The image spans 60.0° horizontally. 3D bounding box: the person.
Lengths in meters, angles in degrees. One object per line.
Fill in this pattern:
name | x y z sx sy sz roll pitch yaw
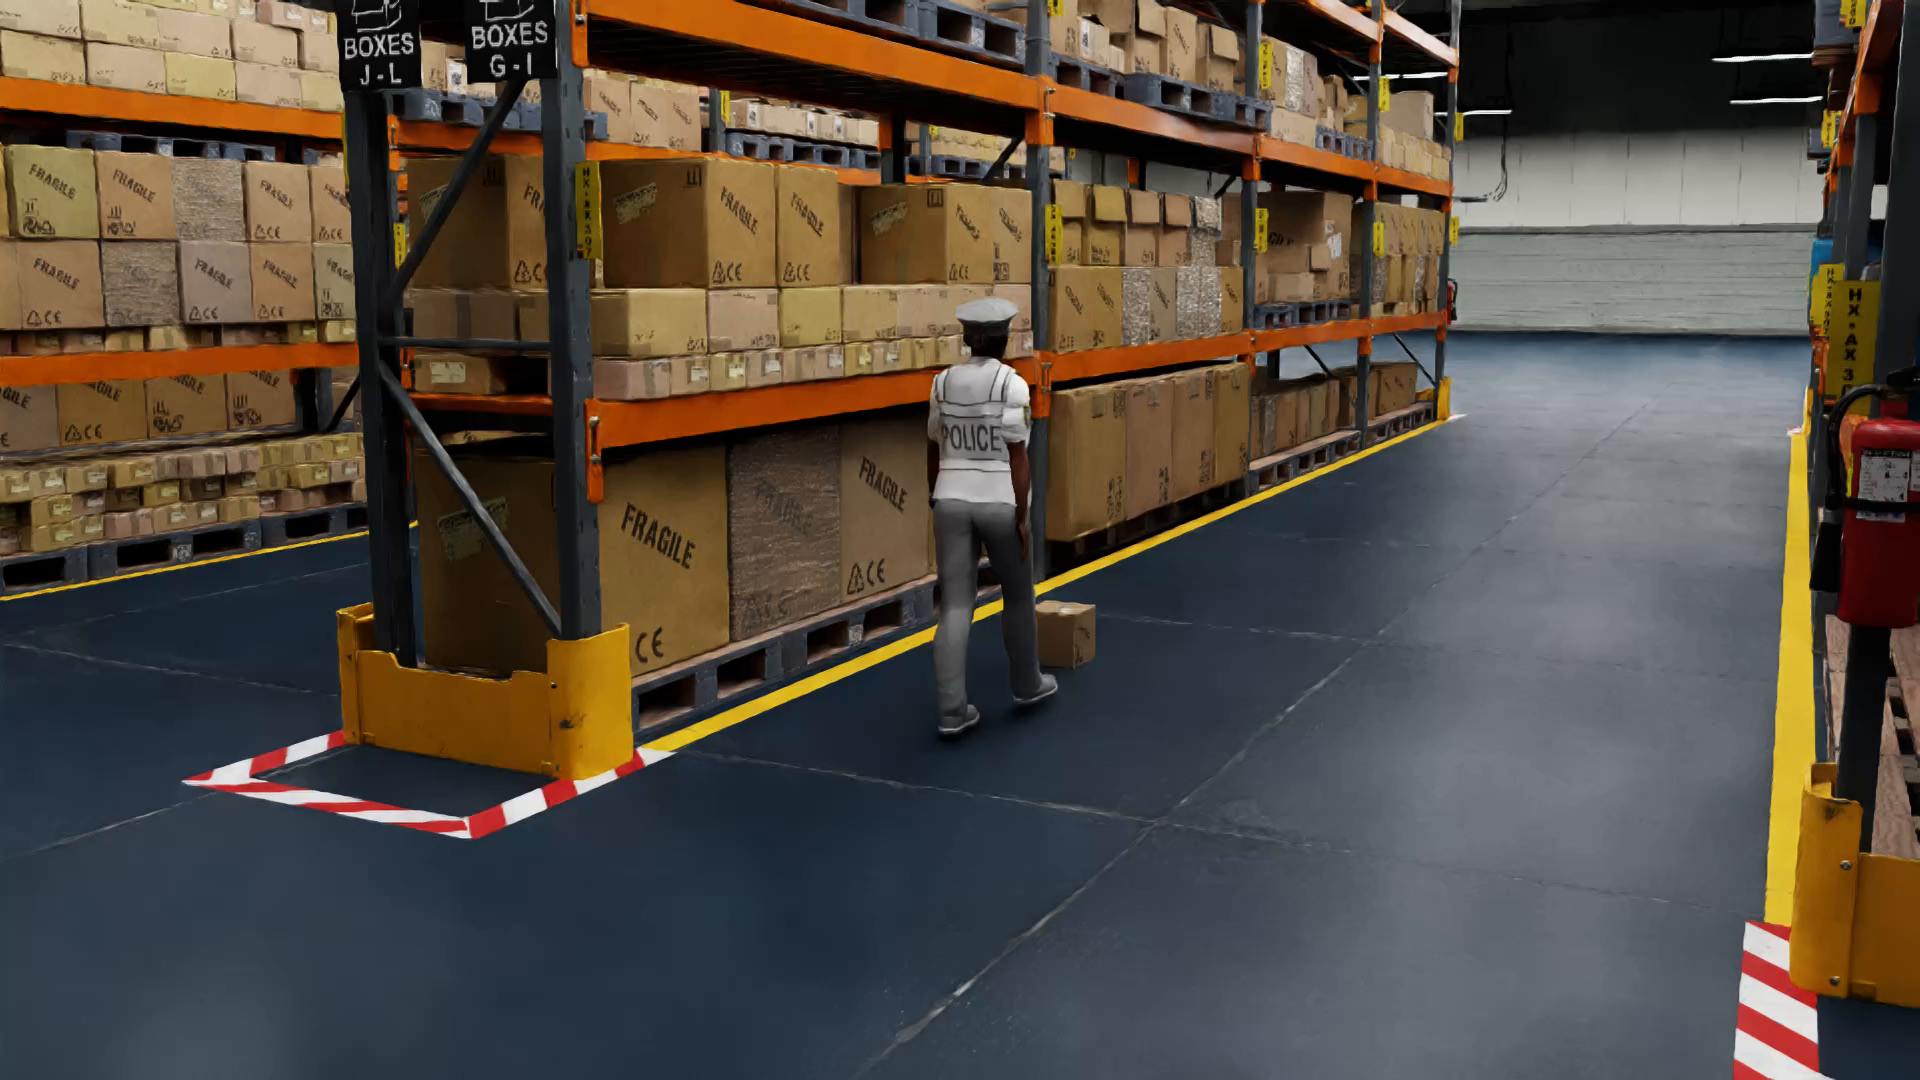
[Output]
person | 0.098 -0.126 6.529 0.467 1.642 0.792 3 10 20
